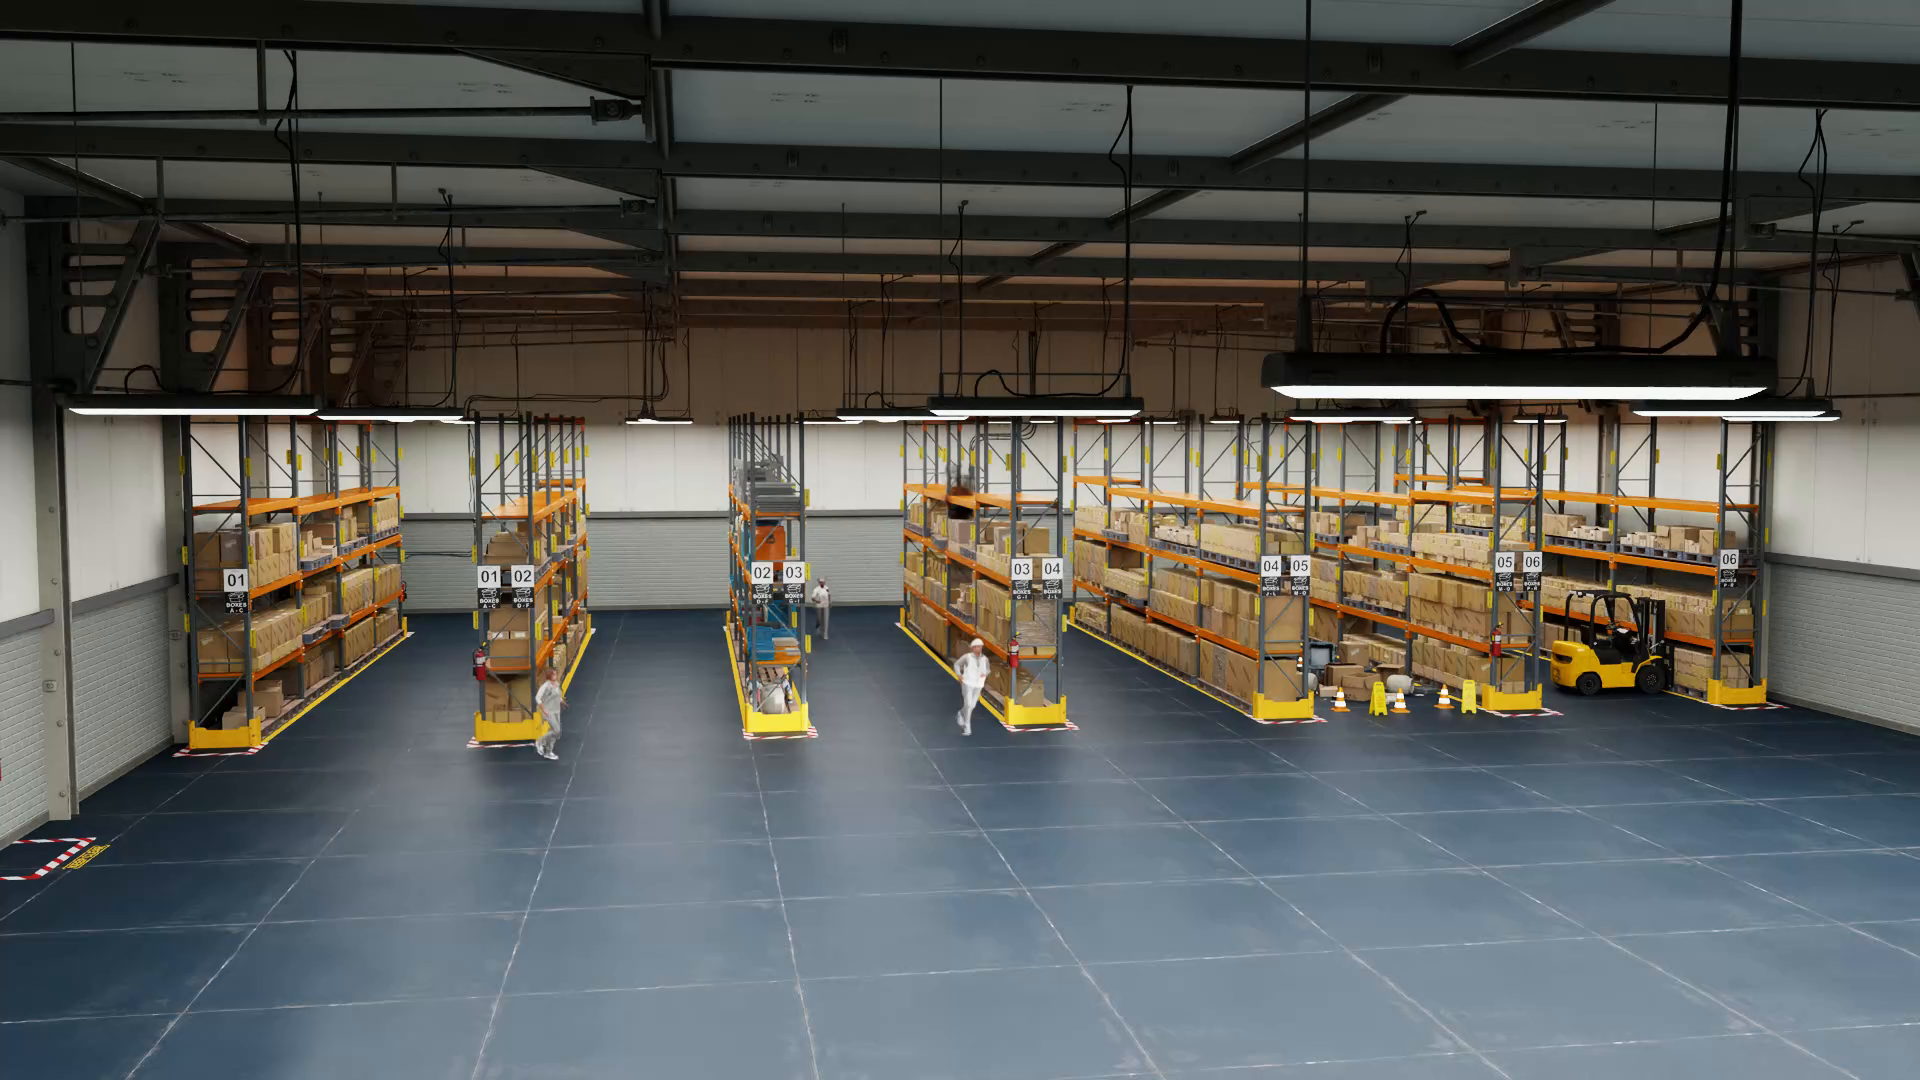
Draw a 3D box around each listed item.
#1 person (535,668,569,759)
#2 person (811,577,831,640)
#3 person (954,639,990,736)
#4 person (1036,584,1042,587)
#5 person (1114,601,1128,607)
[{"bbox_3d":[-7.027,2.995,28.703,0.496,1.569,0.551,1,4,19],"label":"person"},{"bbox_3d":[-3.732,1.826,44.919,0.586,1.694,0.904,-1,4,-19],"label":"person"},{"bbox_3d":[0.247,2.733,31.286,0.688,1.753,0.893,-2,4,-24],"label":"person"},{"bbox_3d":[2.197,1.690,47.186,0.618,1.631,0.856,0,4,4],"label":"person"},{"bbox_3d":[4.926,1.477,49.990,0.843,1.728,0.654,0,4,-3],"label":"person"}]
